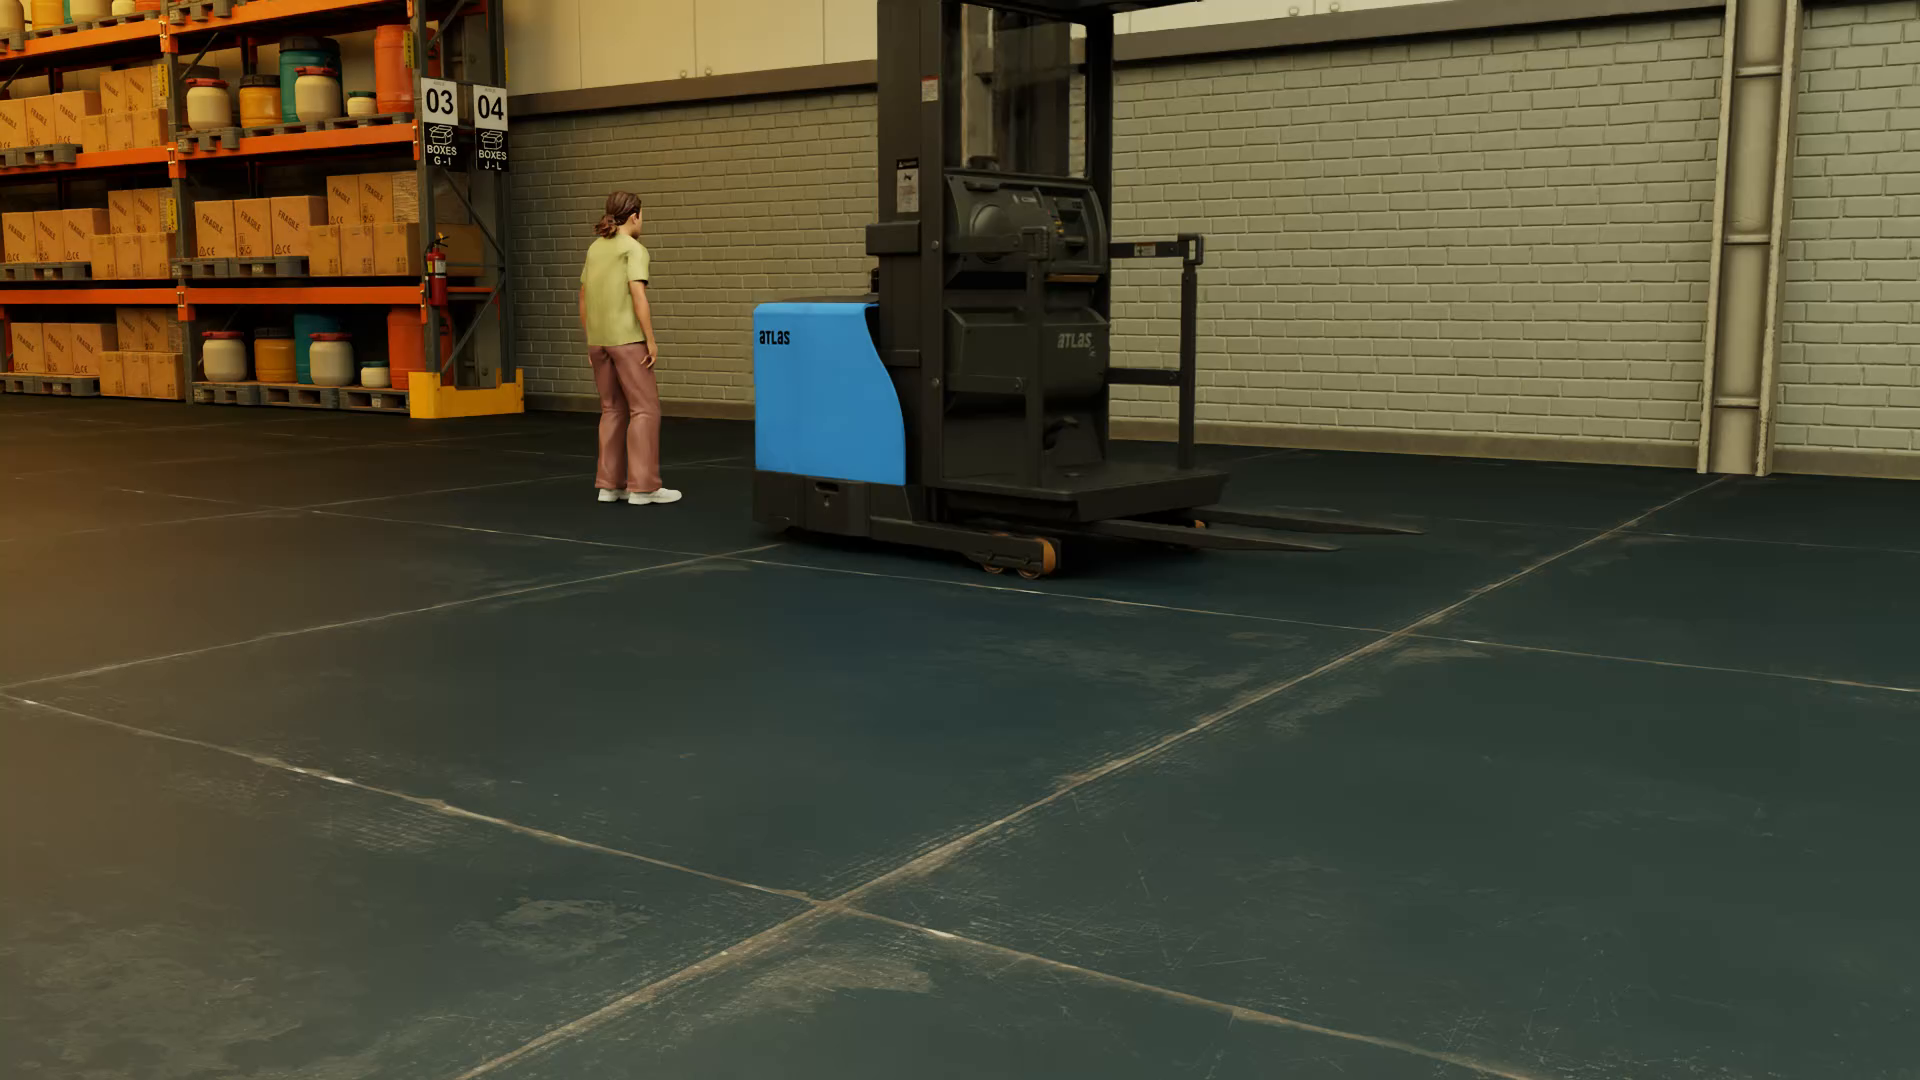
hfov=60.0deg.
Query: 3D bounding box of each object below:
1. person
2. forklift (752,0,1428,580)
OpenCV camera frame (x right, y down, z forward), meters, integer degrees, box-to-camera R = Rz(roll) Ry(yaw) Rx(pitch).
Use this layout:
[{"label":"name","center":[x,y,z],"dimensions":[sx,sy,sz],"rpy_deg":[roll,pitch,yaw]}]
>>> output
[{"label":"person","center":[-1.810,-1.036,8.957],"dimensions":[0.507,1.671,0.360],"rpy_deg":[6,10,35]},{"label":"forklift","center":[0.443,-1.378,6.883],"dimensions":[3.031,2.935,1.130],"rpy_deg":[8,11,44]}]
